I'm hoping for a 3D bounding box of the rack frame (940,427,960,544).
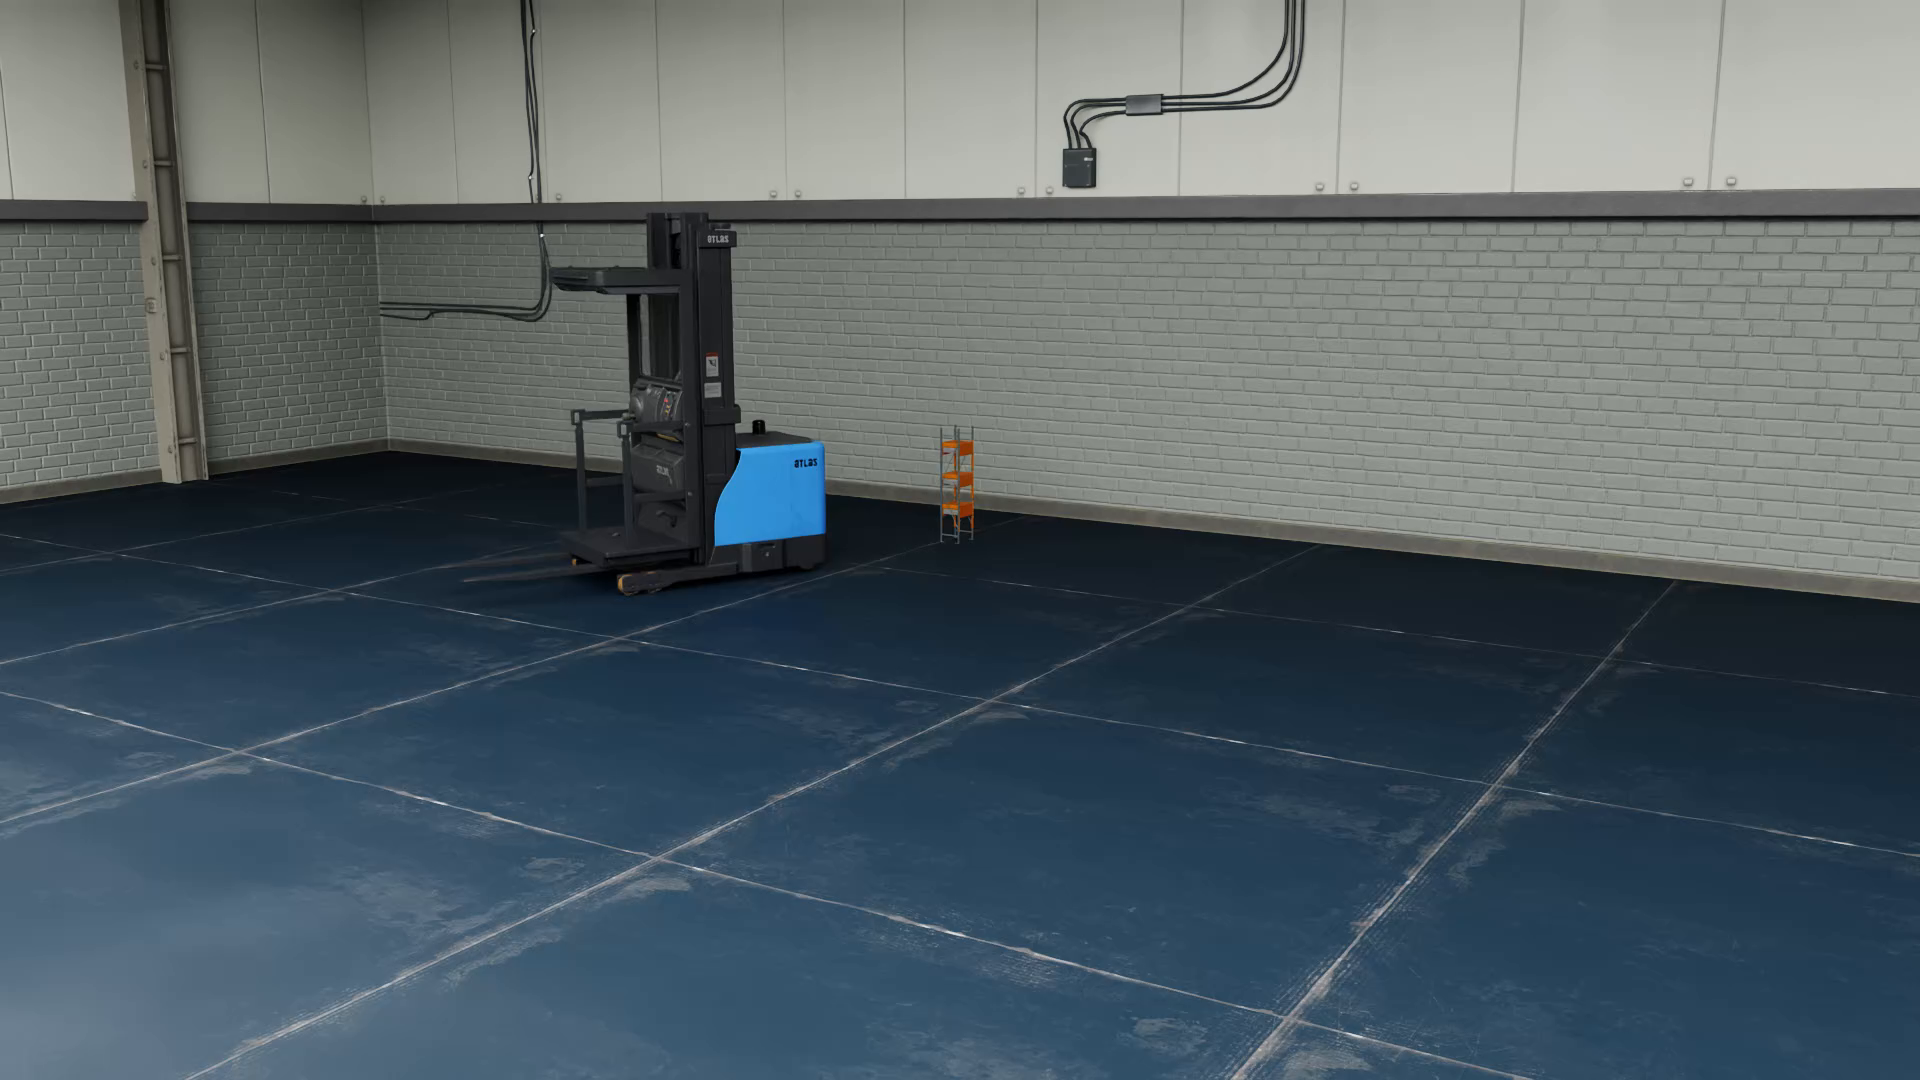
[{"bbox_3d":[-0.091,-0.488,15.006,0.200,1.050,0.008,6,12,31],"label":"rack frame"}]

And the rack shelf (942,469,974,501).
[{"bbox_3d":[-0.028,-0.497,15.110,0.215,0.259,0.240,6,12,31],"label":"rack shelf"}]

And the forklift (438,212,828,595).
[{"bbox_3d":[-2.616,-1.119,13.261,3.031,2.935,1.130,-7,13,-33],"label":"forklift"}]

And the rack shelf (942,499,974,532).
[{"bbox_3d":[-0.028,-0.224,15.162,0.215,0.259,0.240,6,12,31],"label":"rack shelf"}]

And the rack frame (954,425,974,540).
[{"bbox_3d":[0.036,-0.527,15.211,0.200,1.050,0.008,6,12,31],"label":"rack frame"}]

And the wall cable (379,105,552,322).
[{"bbox_3d":[-6.131,-3.911,20.125,3.097,2.526,0.112,6,12,31],"label":"wall cable"}]

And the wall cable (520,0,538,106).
[{"bbox_3d":[-3.819,-6.135,18.280,3.097,2.526,0.112,6,12,31],"label":"wall cable"}]

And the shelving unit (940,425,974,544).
[{"bbox_3d":[-0.028,-0.508,15.108,0.215,1.050,0.252,6,12,31],"label":"shelving unit"}]

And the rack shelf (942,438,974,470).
[{"bbox_3d":[-0.028,-0.776,15.058,0.215,0.259,0.240,6,12,31],"label":"rack shelf"}]

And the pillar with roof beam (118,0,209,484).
[{"bbox_3d":[-5.112,-4.689,15.842,9.100,9.000,0.400,6,12,31],"label":"pillar with roof beam"}]

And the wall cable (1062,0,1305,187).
[{"bbox_3d":[1.974,-6.200,14.668,2.305,6.003,0.169,6,12,31],"label":"wall cable"}]
